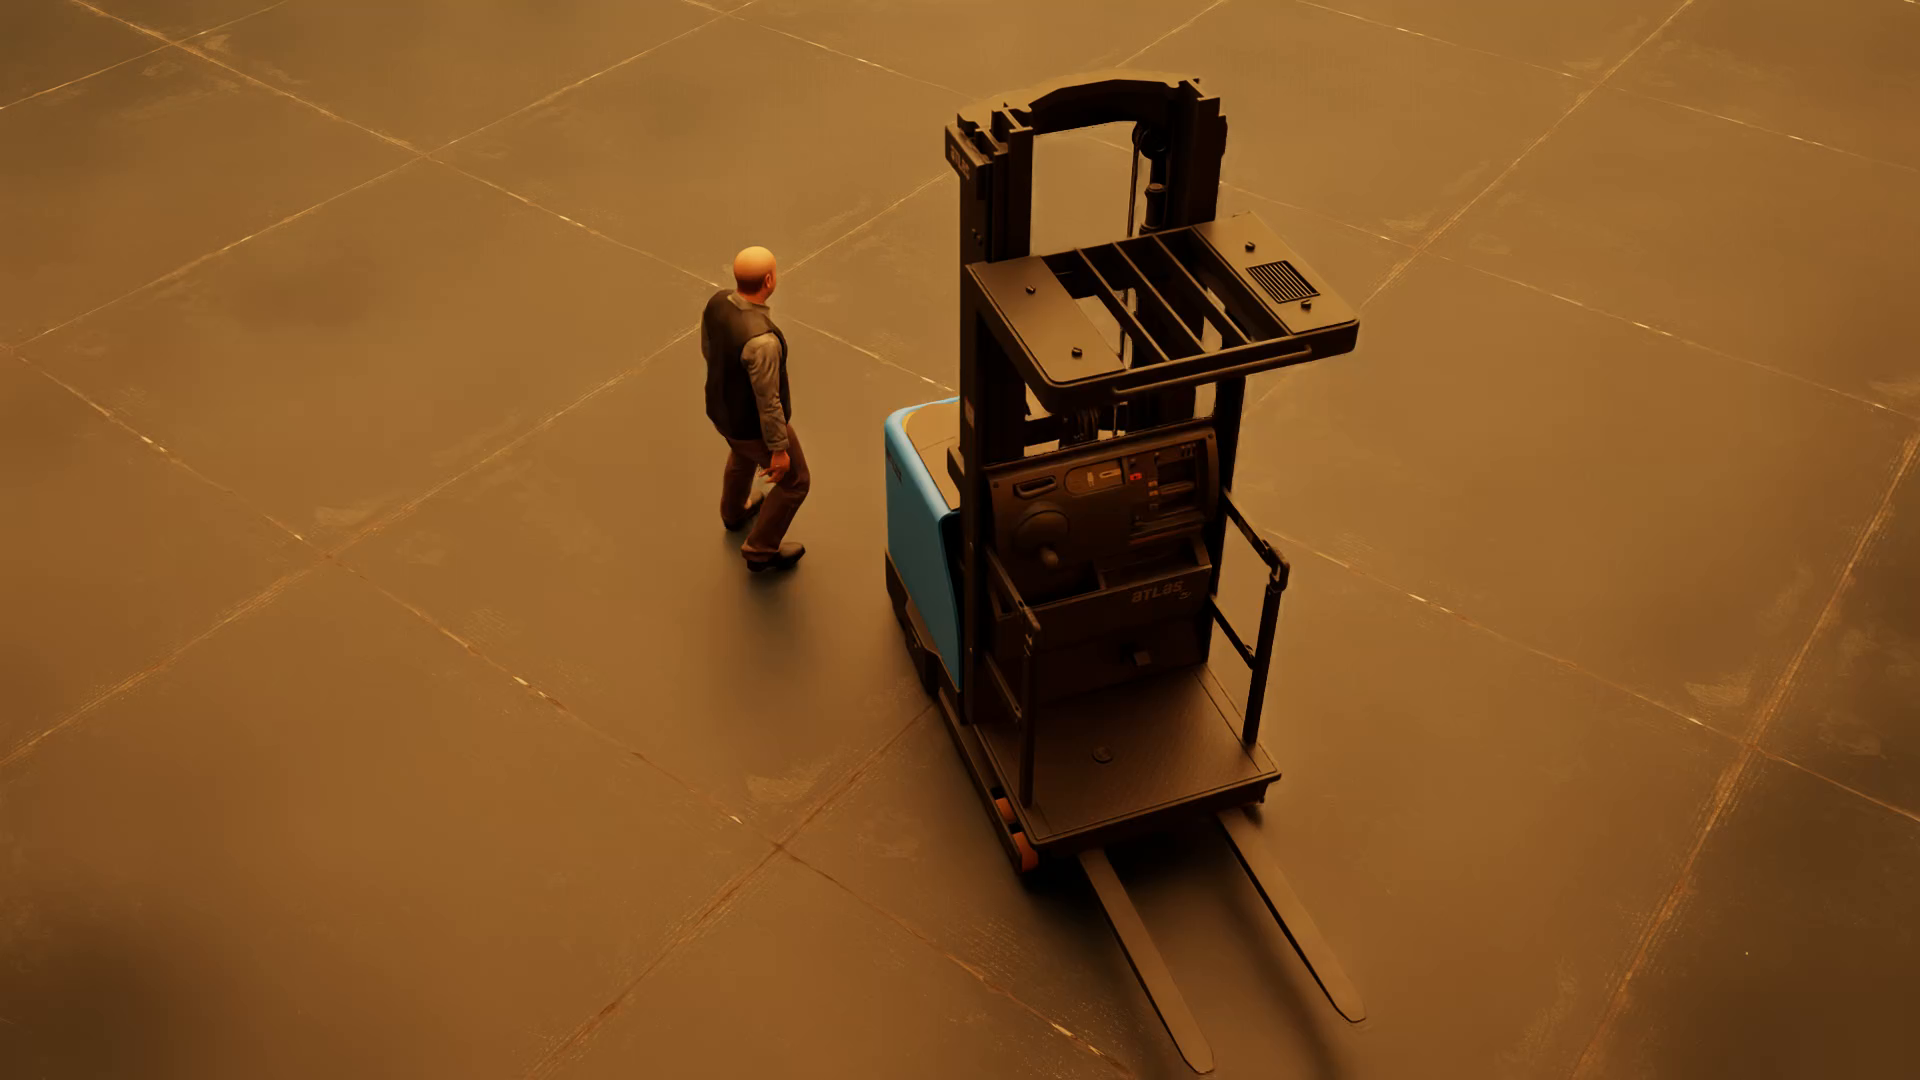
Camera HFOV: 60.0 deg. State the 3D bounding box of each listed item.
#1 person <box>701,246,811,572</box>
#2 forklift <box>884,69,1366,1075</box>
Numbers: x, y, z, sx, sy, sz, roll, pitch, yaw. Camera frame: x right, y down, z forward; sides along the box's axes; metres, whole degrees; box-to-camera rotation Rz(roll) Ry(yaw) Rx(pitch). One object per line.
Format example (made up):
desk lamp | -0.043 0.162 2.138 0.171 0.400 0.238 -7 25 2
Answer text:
person | -0.968 -0.594 7.727 0.394 1.691 0.805 -24 46 -26
forklift | 0.630 -0.076 6.163 1.130 2.935 3.031 -13 42 -15
